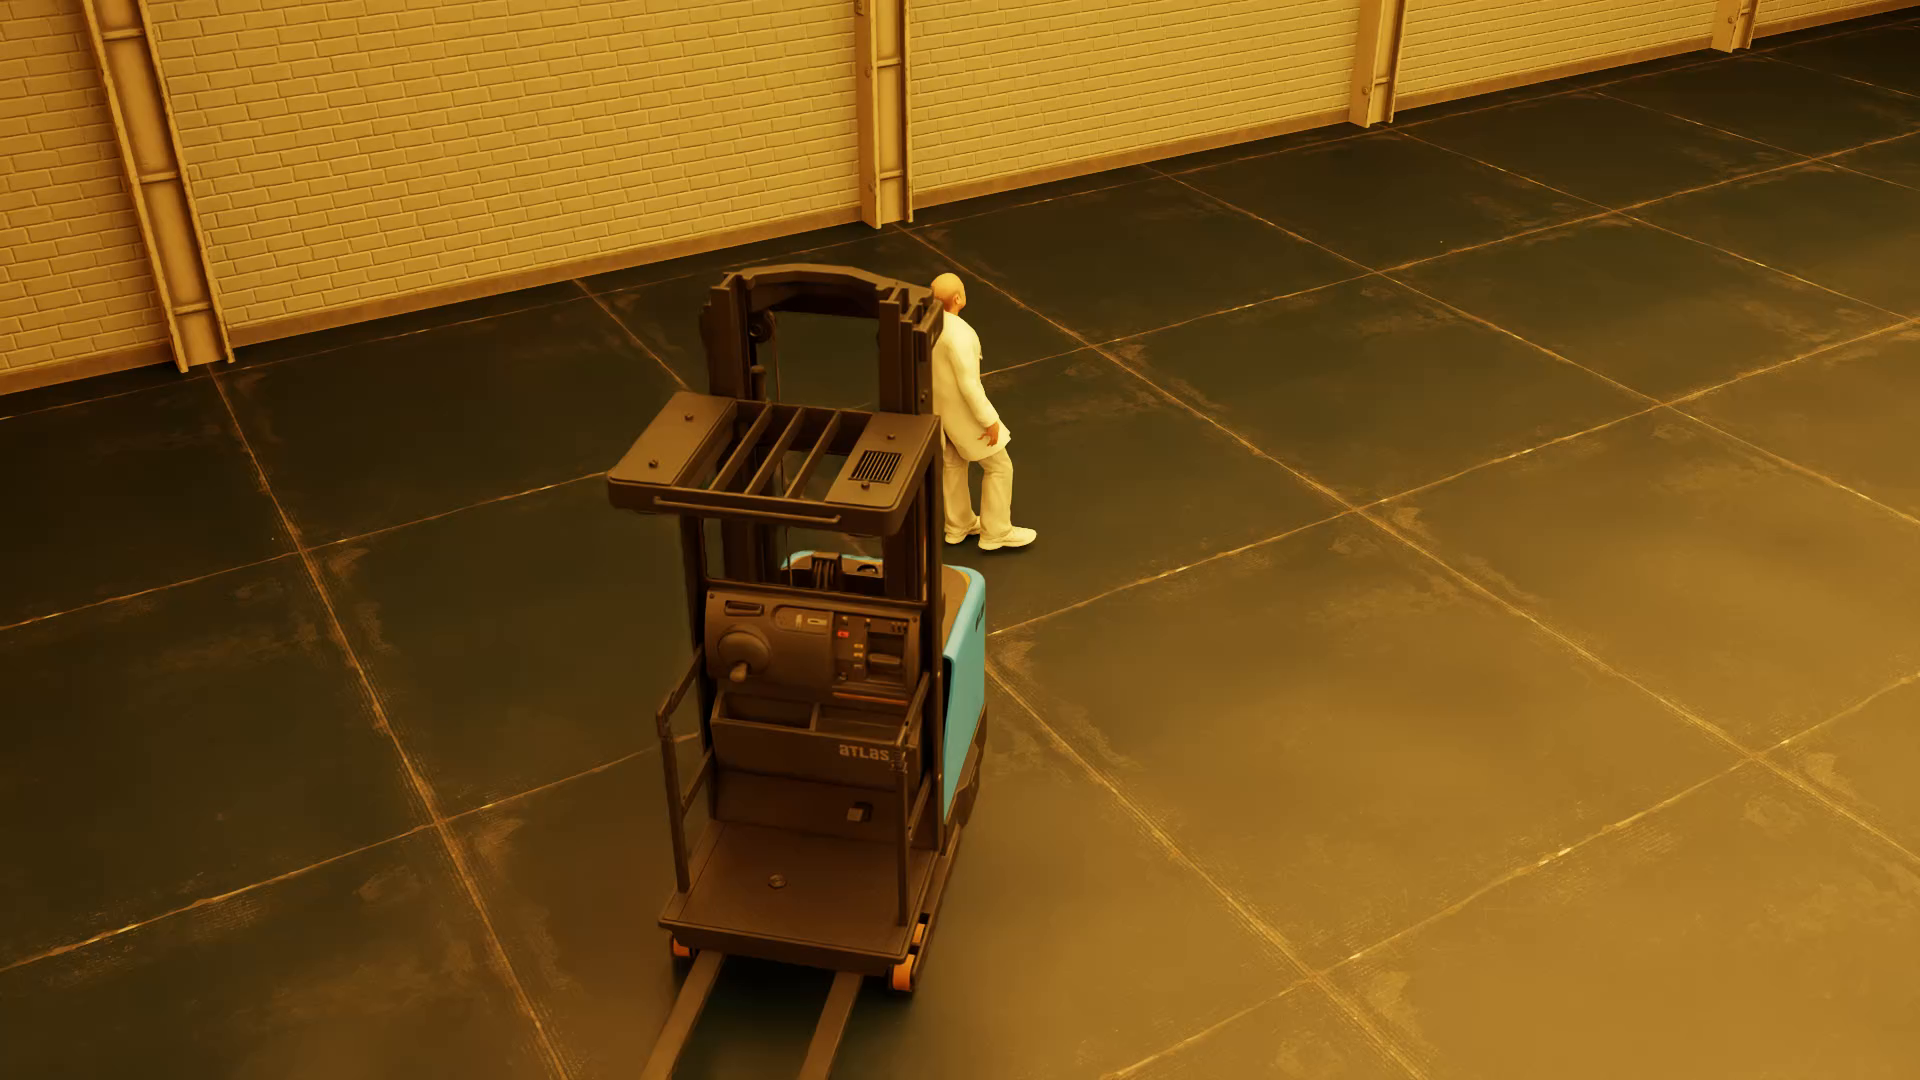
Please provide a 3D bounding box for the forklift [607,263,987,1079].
[{"bbox_3d":[-0.666,0.493,6.824,1.130,2.935,3.031,6,31,10],"label":"forklift"}]

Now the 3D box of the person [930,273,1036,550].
[{"bbox_3d":[0.080,-0.791,10.076,0.582,1.775,0.694,-17,35,-26],"label":"person"}]
